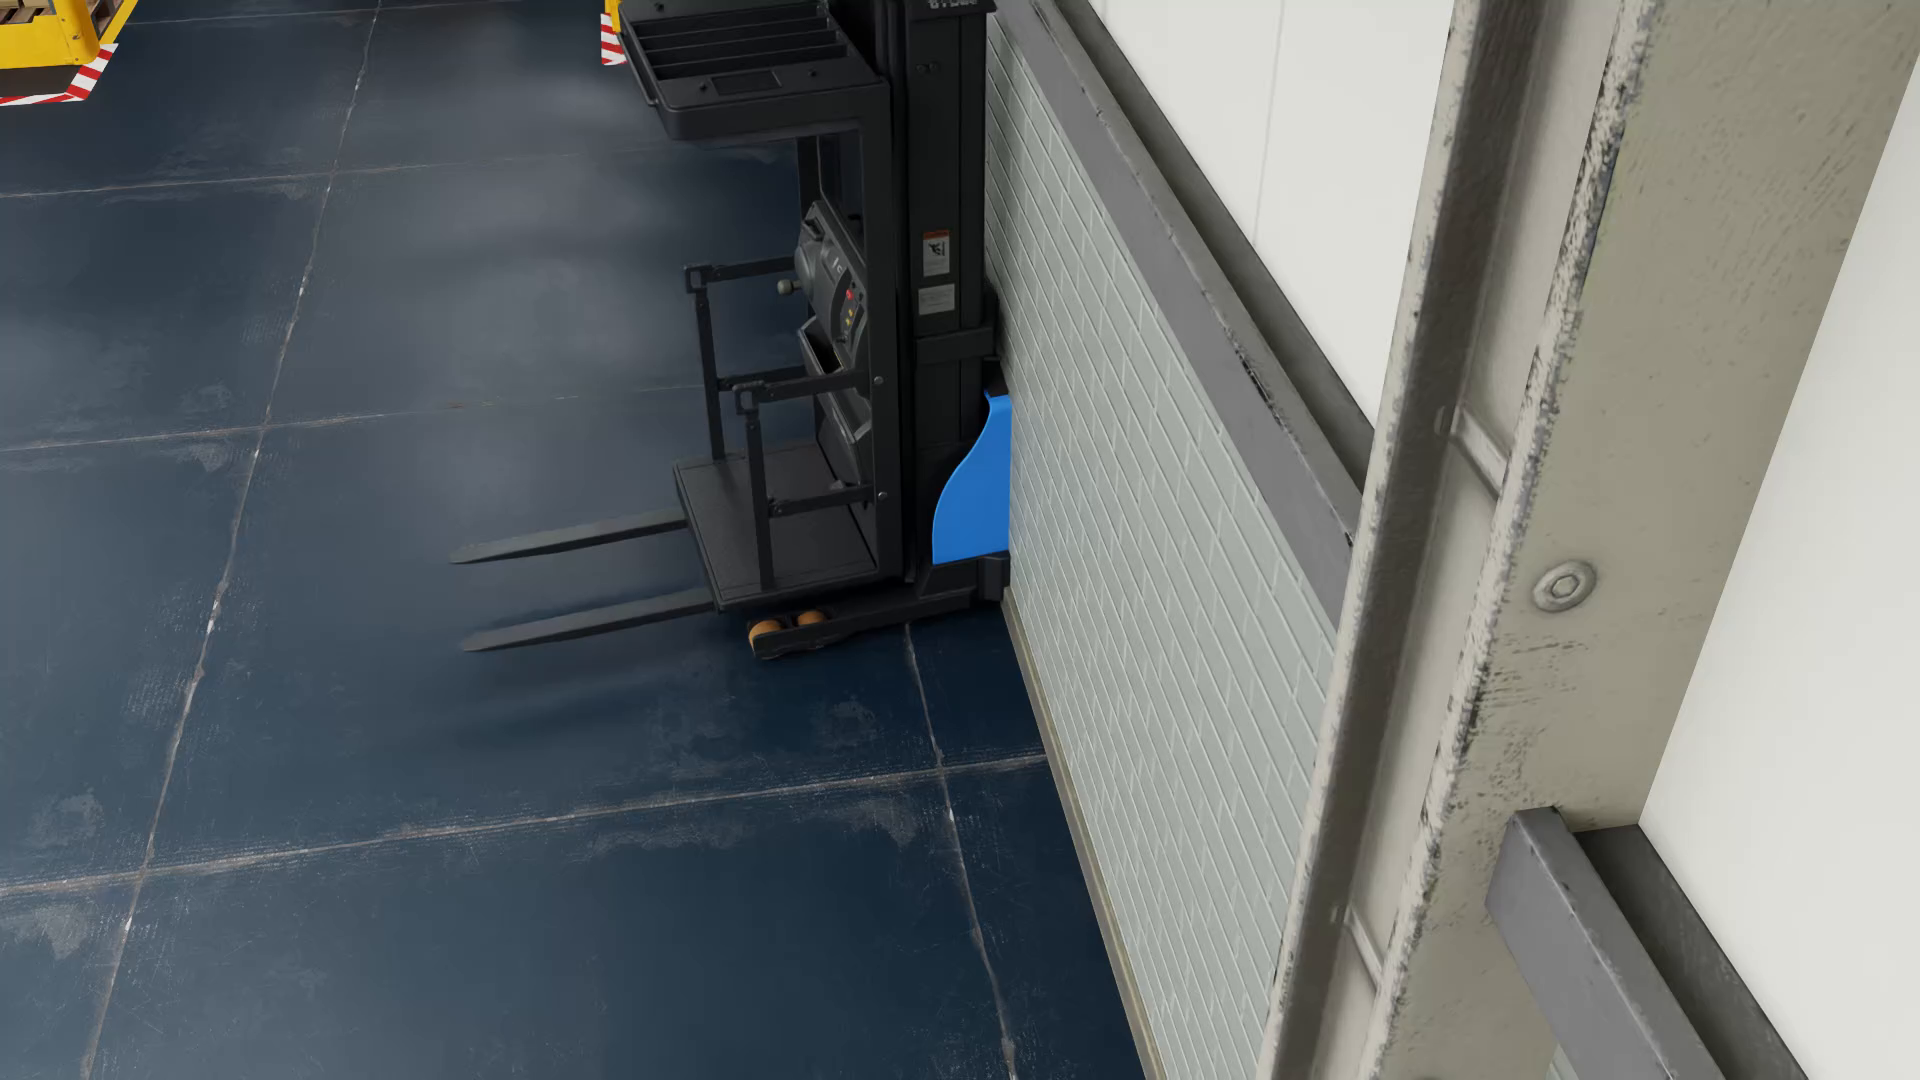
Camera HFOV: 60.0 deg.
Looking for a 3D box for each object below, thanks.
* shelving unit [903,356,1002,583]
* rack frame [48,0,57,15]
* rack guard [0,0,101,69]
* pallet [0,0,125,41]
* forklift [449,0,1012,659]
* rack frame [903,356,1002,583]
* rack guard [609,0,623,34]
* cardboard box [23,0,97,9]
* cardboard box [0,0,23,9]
[{"bbox_3d":[-0.097,-0.574,7.464,0.538,1.125,1.048,-3,31,-19],"label":"shelving unit"},{"bbox_3d":[-6.997,-4.694,11.347,1.000,3.000,0.127,-6,38,-8],"label":"rack frame"},{"bbox_3d":[-7.011,-3.753,12.173,1.175,0.500,0.348,-6,38,-8],"label":"rack guard"},{"bbox_3d":[-7.118,-4.133,12.898,1.003,0.211,1.213,-6,38,-8],"label":"pallet"},{"bbox_3d":[-0.704,-1.015,6.667,3.031,2.935,1.130,-11,39,-14],"label":"forklift"},{"bbox_3d":[0.058,-0.323,7.050,0.500,1.125,0.032,-3,31,-19],"label":"rack frame"},{"bbox_3d":[-2.107,-4.228,12.785,1.175,0.500,0.348,-6,38,-8],"label":"rack guard"},{"bbox_3d":[-6.866,-4.291,12.727,0.500,0.250,0.500,-7,38,-8],"label":"cardboard box"},{"bbox_3d":[-7.408,-4.248,12.671,0.500,0.250,0.500,-6,38,-8],"label":"cardboard box"}]
